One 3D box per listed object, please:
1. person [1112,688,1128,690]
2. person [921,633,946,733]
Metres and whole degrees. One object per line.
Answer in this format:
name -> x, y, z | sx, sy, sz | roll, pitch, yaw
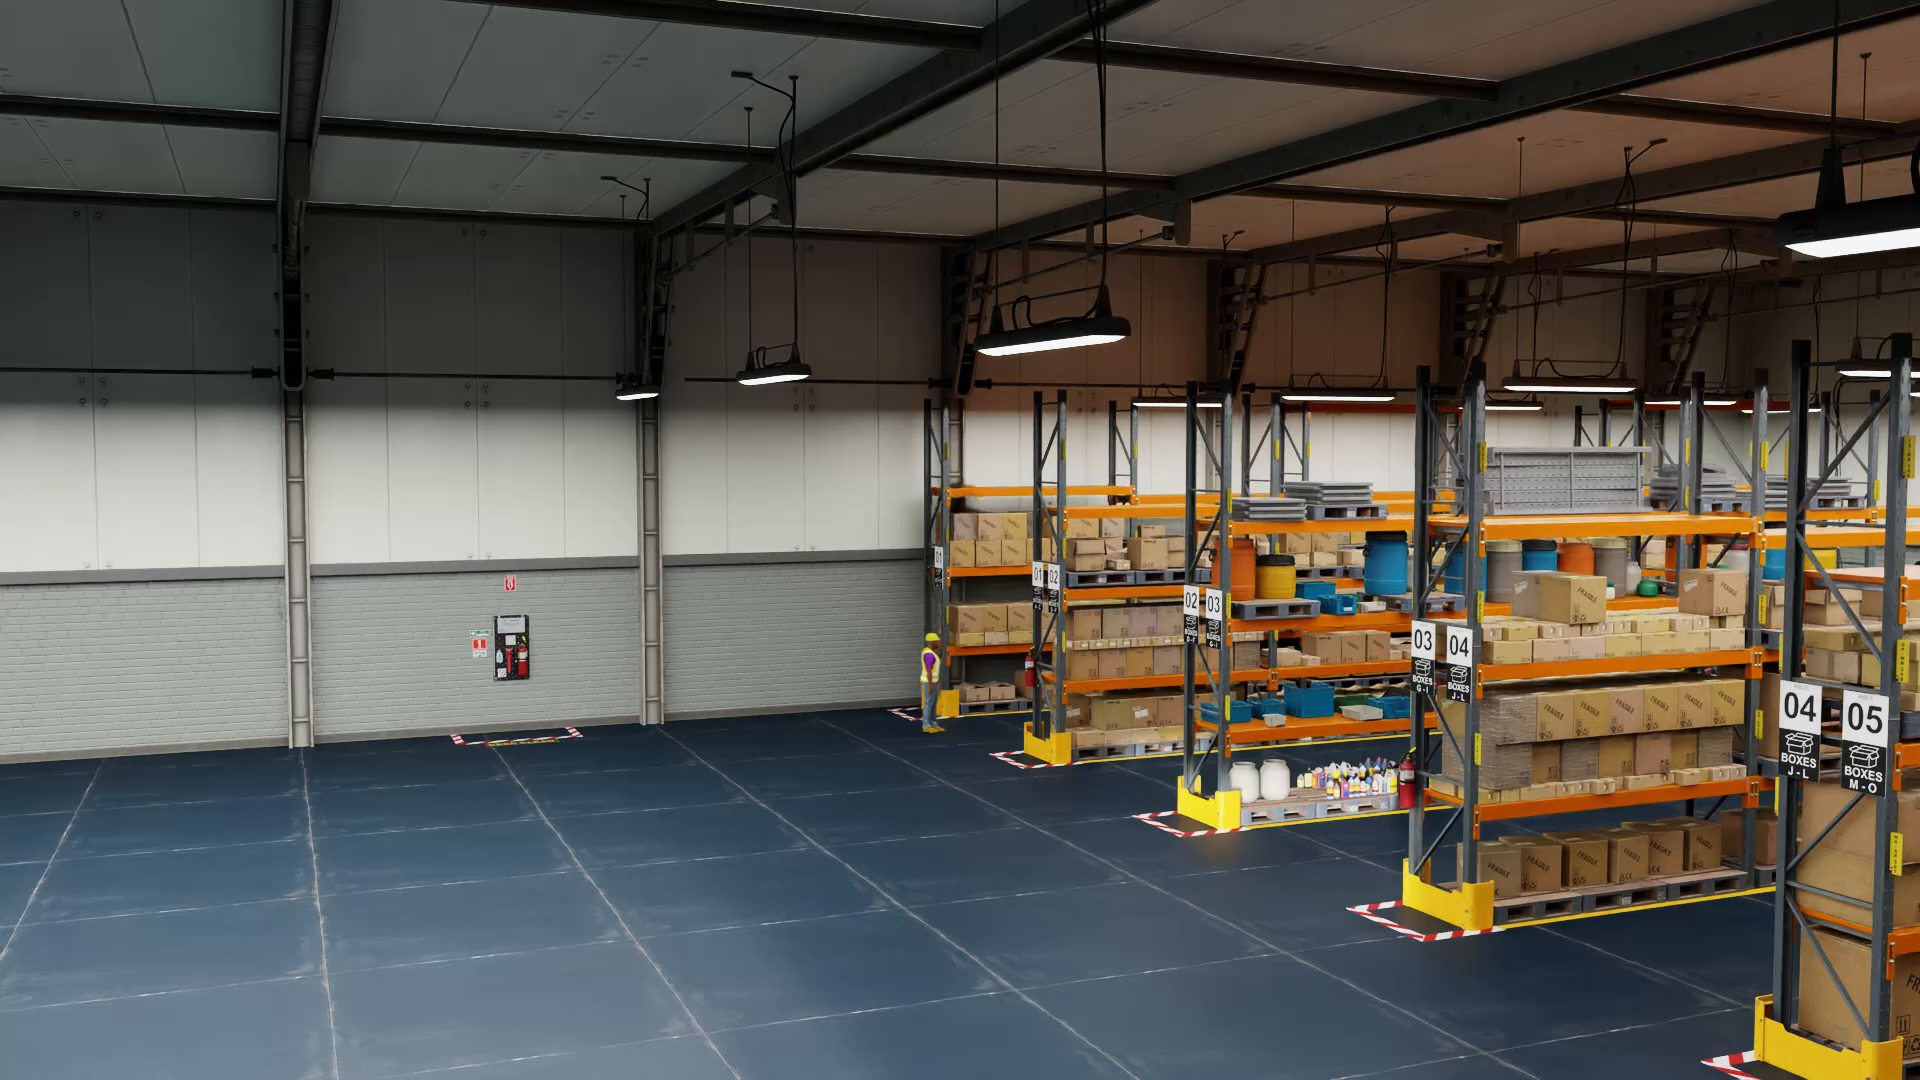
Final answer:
person -> 2.938, 2.522, 30.861 | 0.548, 1.662, 0.377 | -2, 4, -24
person -> -0.486, 2.537, 29.557 | 0.430, 1.781, 0.592 | 0, 3, 5
